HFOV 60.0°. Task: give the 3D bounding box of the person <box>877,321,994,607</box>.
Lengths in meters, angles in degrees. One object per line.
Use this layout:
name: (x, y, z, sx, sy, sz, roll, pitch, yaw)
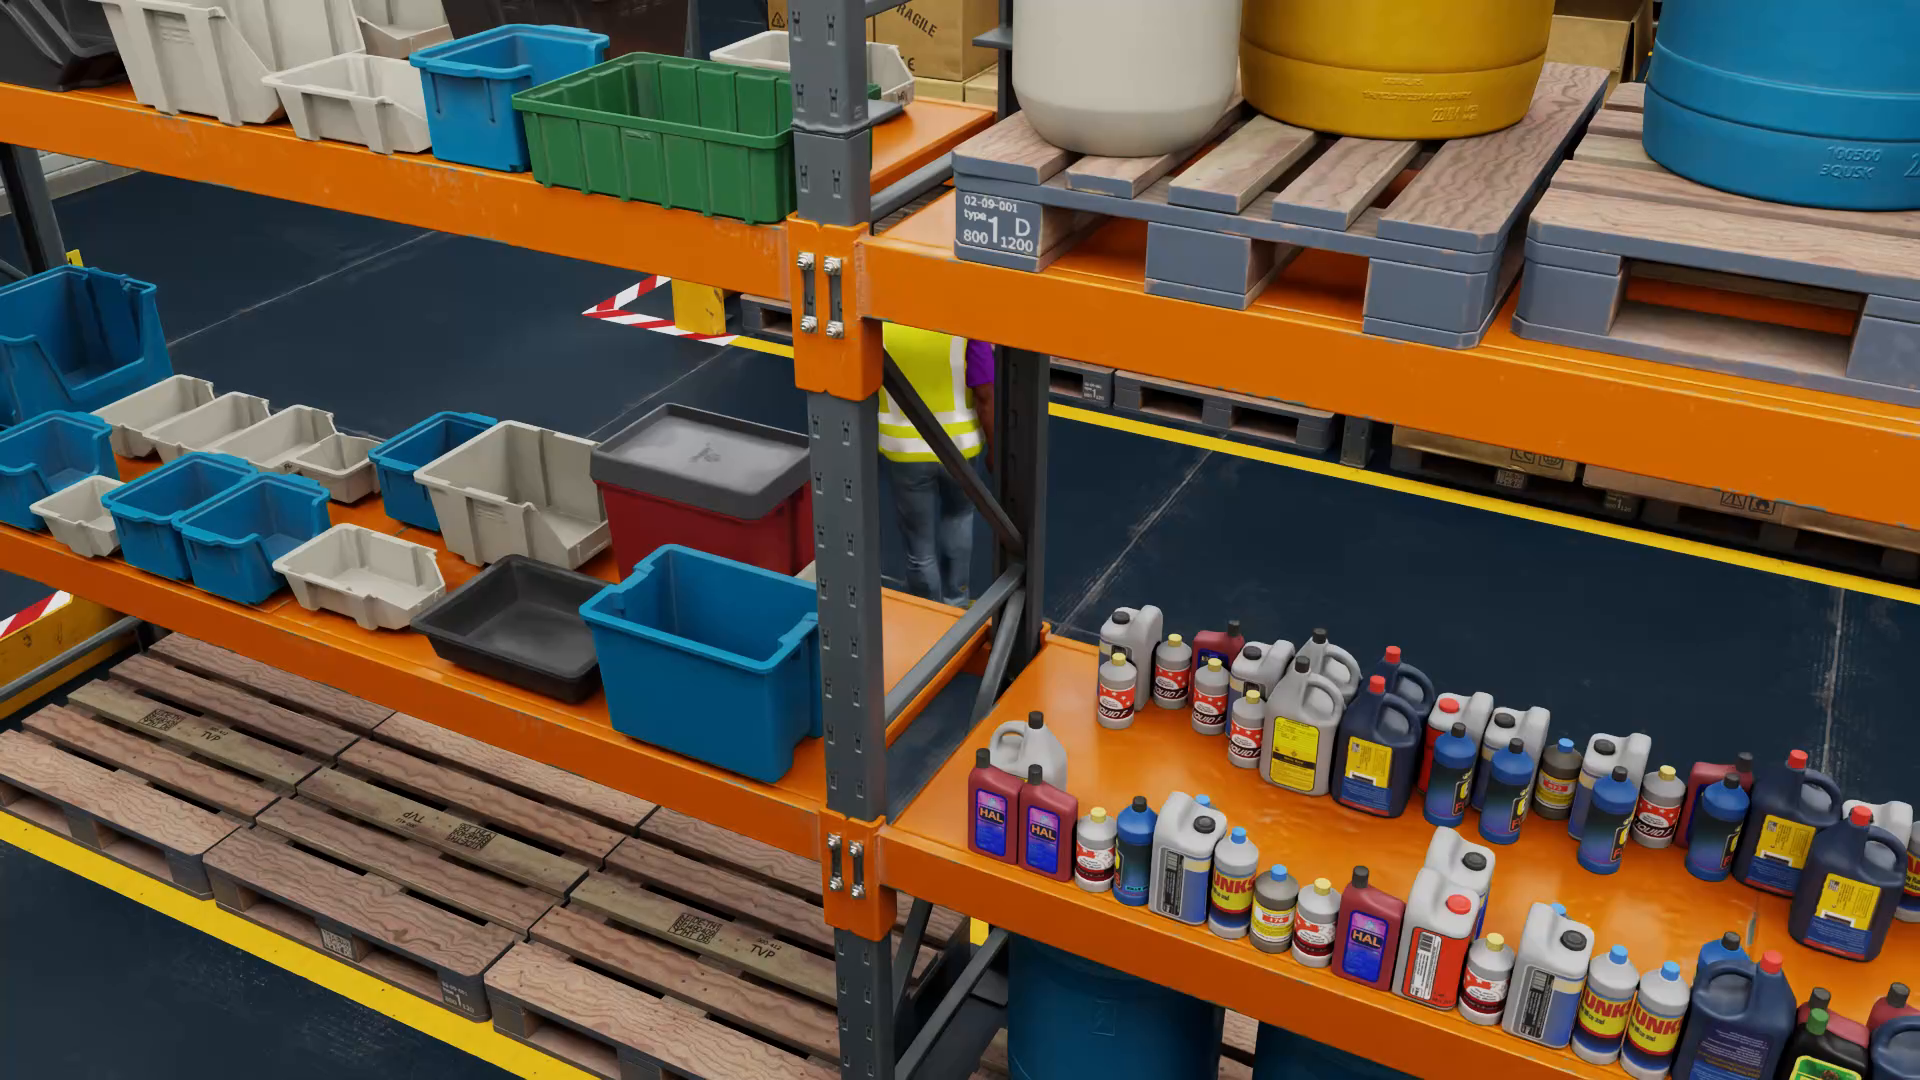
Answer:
person: (-0.127, -0.384, 6.671, 0.600, 1.671, 0.566, -3, 30, -5)
